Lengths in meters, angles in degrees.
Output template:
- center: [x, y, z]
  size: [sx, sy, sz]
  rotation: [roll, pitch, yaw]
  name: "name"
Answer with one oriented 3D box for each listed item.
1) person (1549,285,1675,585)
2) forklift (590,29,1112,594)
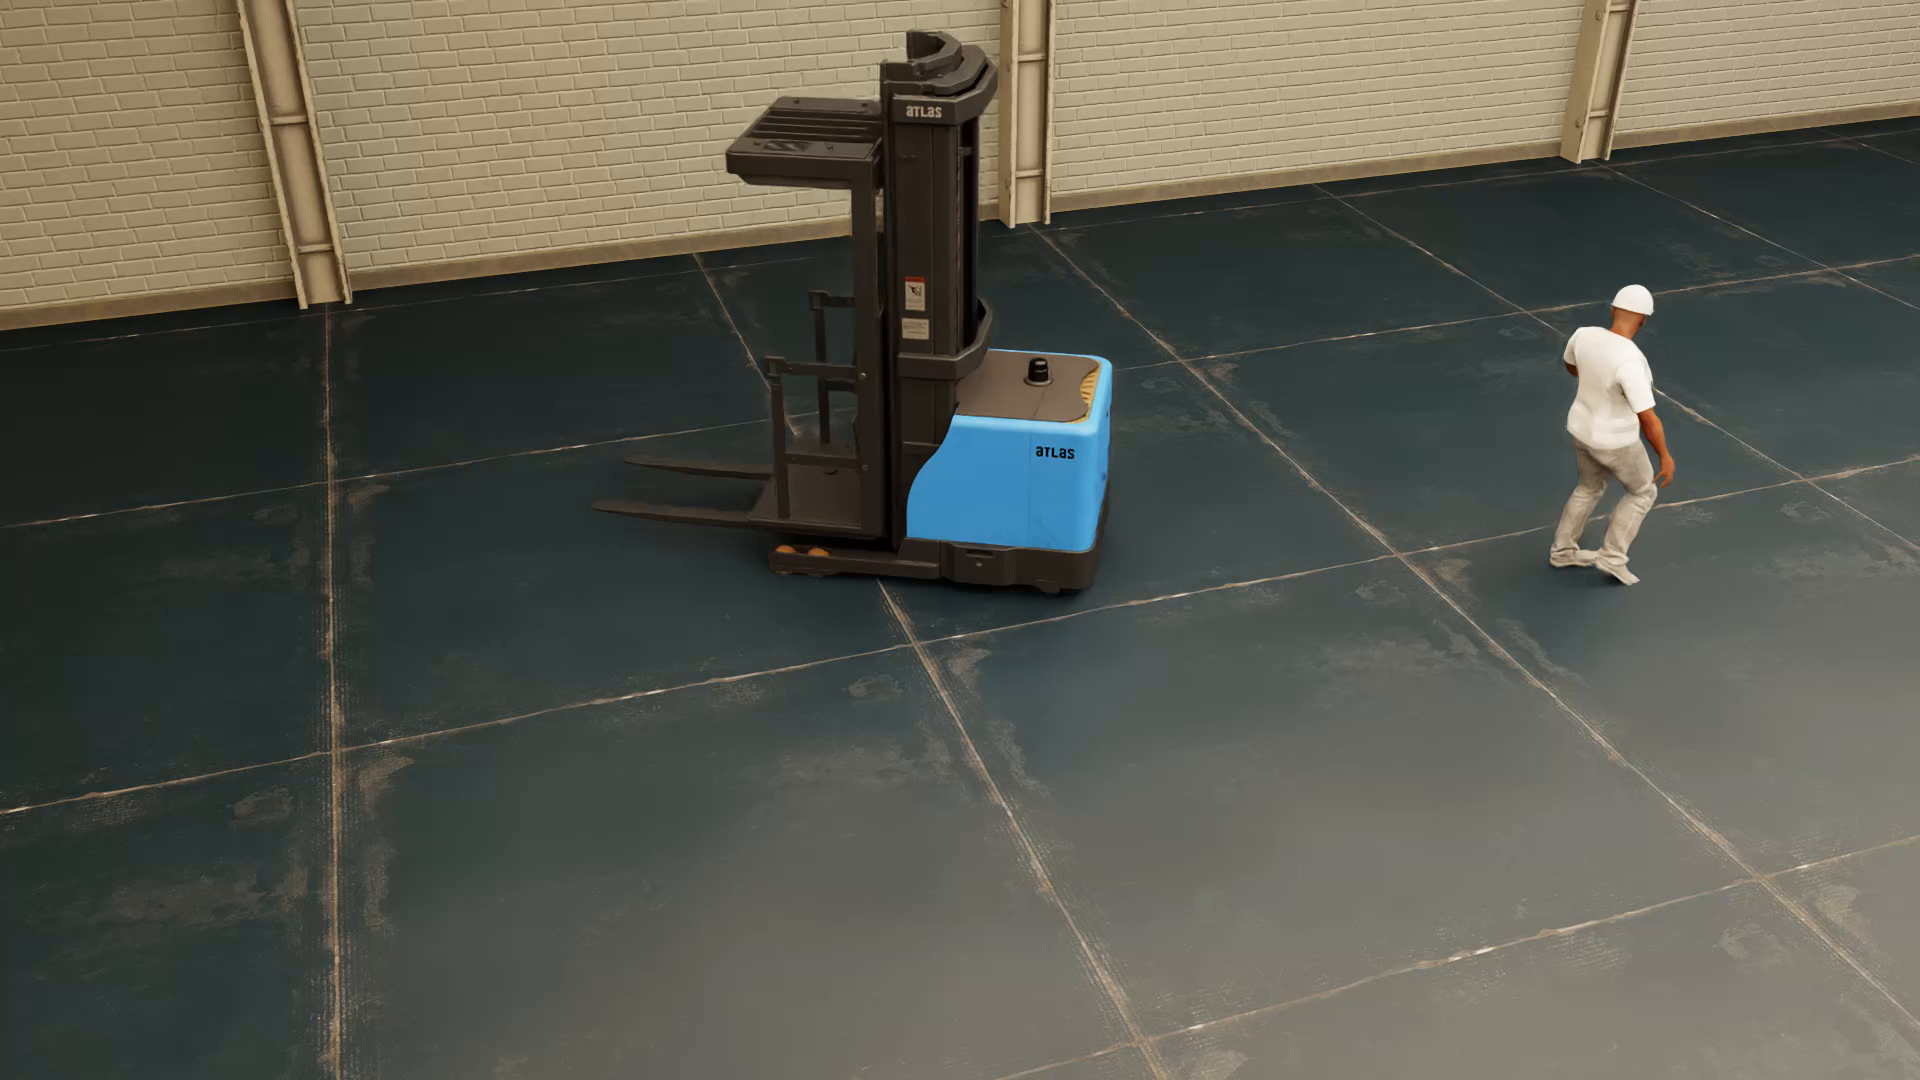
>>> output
- center: [3.660, -0.589, 9.345]
  size: [0.497, 1.785, 0.966]
  rotation: [-7, 31, -12]
  name: "person"
- center: [-0.662, -1.307, 9.358]
  size: [3.031, 2.935, 1.130]
  rotation: [5, 30, 8]
  name: "forklift"
